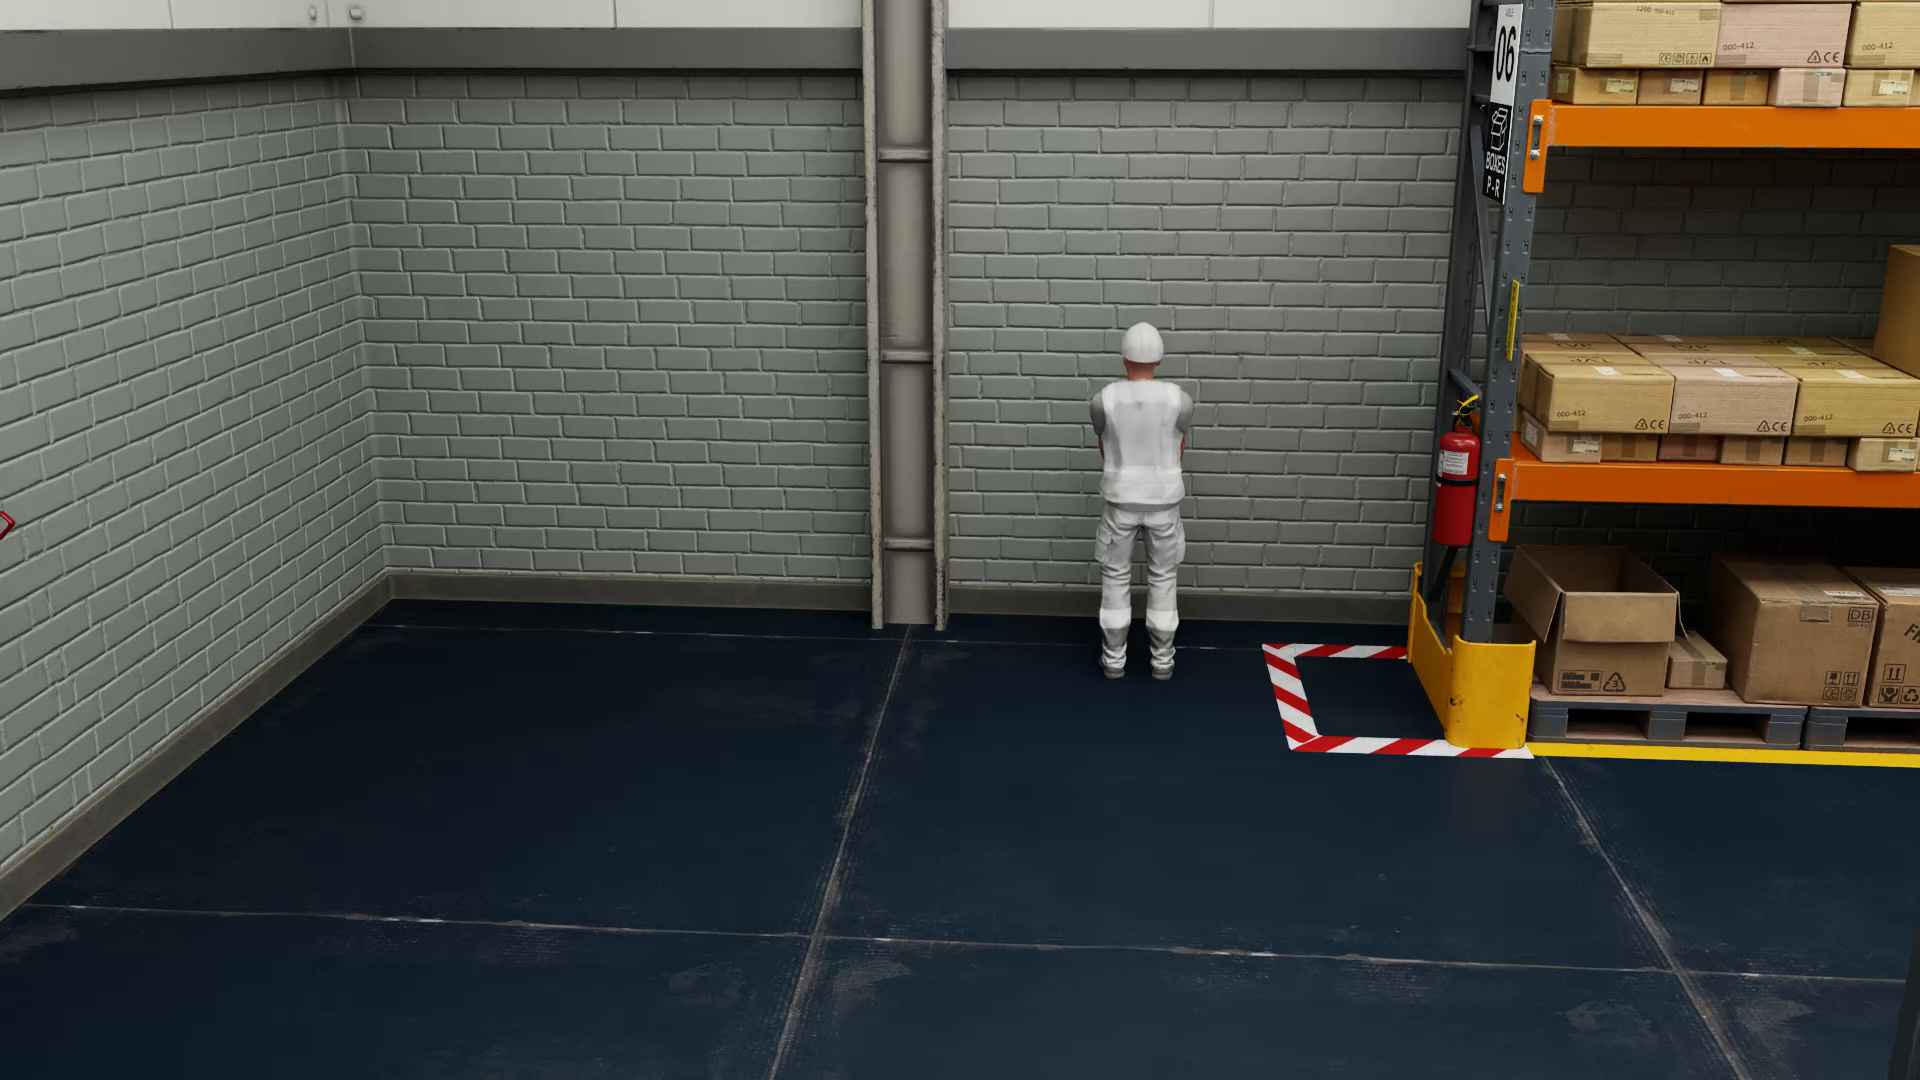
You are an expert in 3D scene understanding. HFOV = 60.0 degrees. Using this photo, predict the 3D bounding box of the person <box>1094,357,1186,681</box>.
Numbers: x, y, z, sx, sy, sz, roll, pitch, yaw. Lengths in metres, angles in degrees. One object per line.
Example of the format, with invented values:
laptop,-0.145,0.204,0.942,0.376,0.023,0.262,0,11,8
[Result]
person,0.887,-0.189,8.199,0.456,1.735,0.558,2,17,5
